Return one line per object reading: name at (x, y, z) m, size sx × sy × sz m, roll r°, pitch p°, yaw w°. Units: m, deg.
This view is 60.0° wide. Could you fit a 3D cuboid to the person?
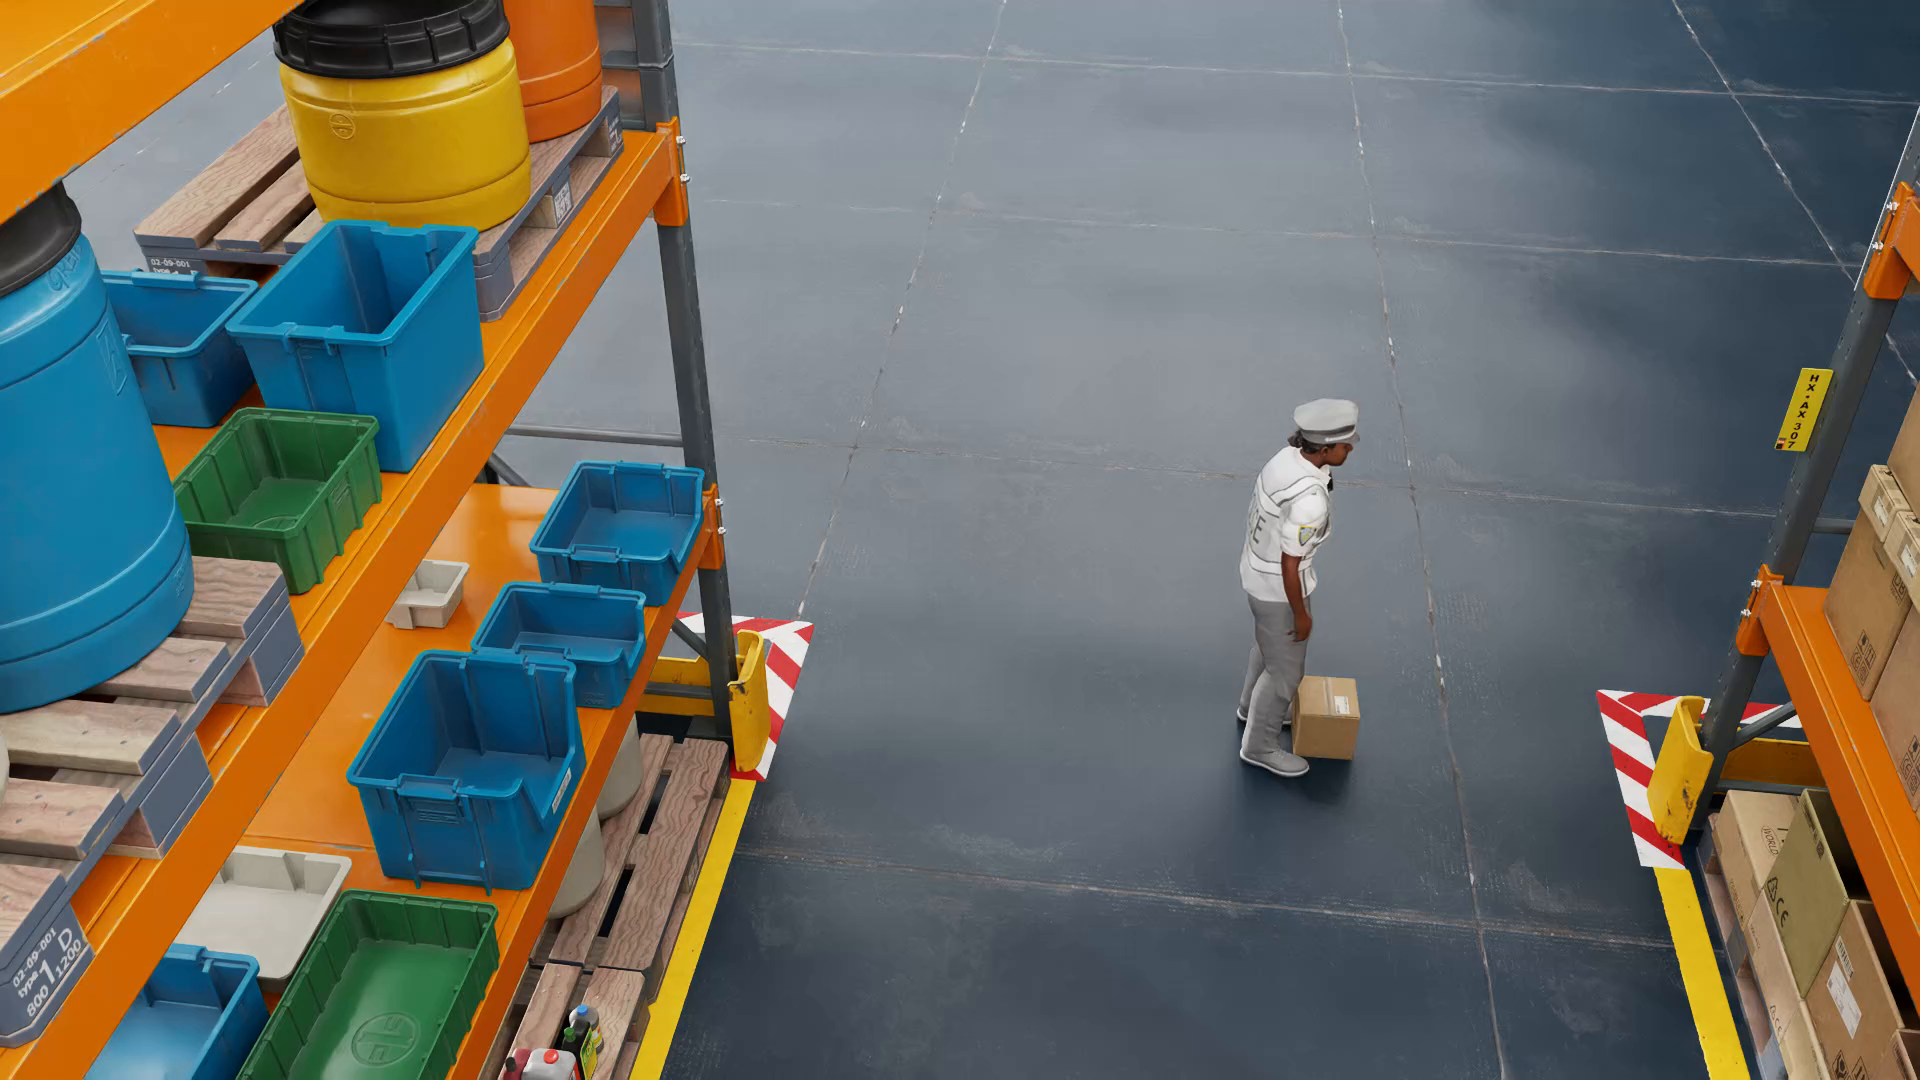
person at (1.341, 0.183, 6.786) m, size 0.391 × 1.664 × 0.531 m, roll 3°, pitch 36°, yaw 4°
